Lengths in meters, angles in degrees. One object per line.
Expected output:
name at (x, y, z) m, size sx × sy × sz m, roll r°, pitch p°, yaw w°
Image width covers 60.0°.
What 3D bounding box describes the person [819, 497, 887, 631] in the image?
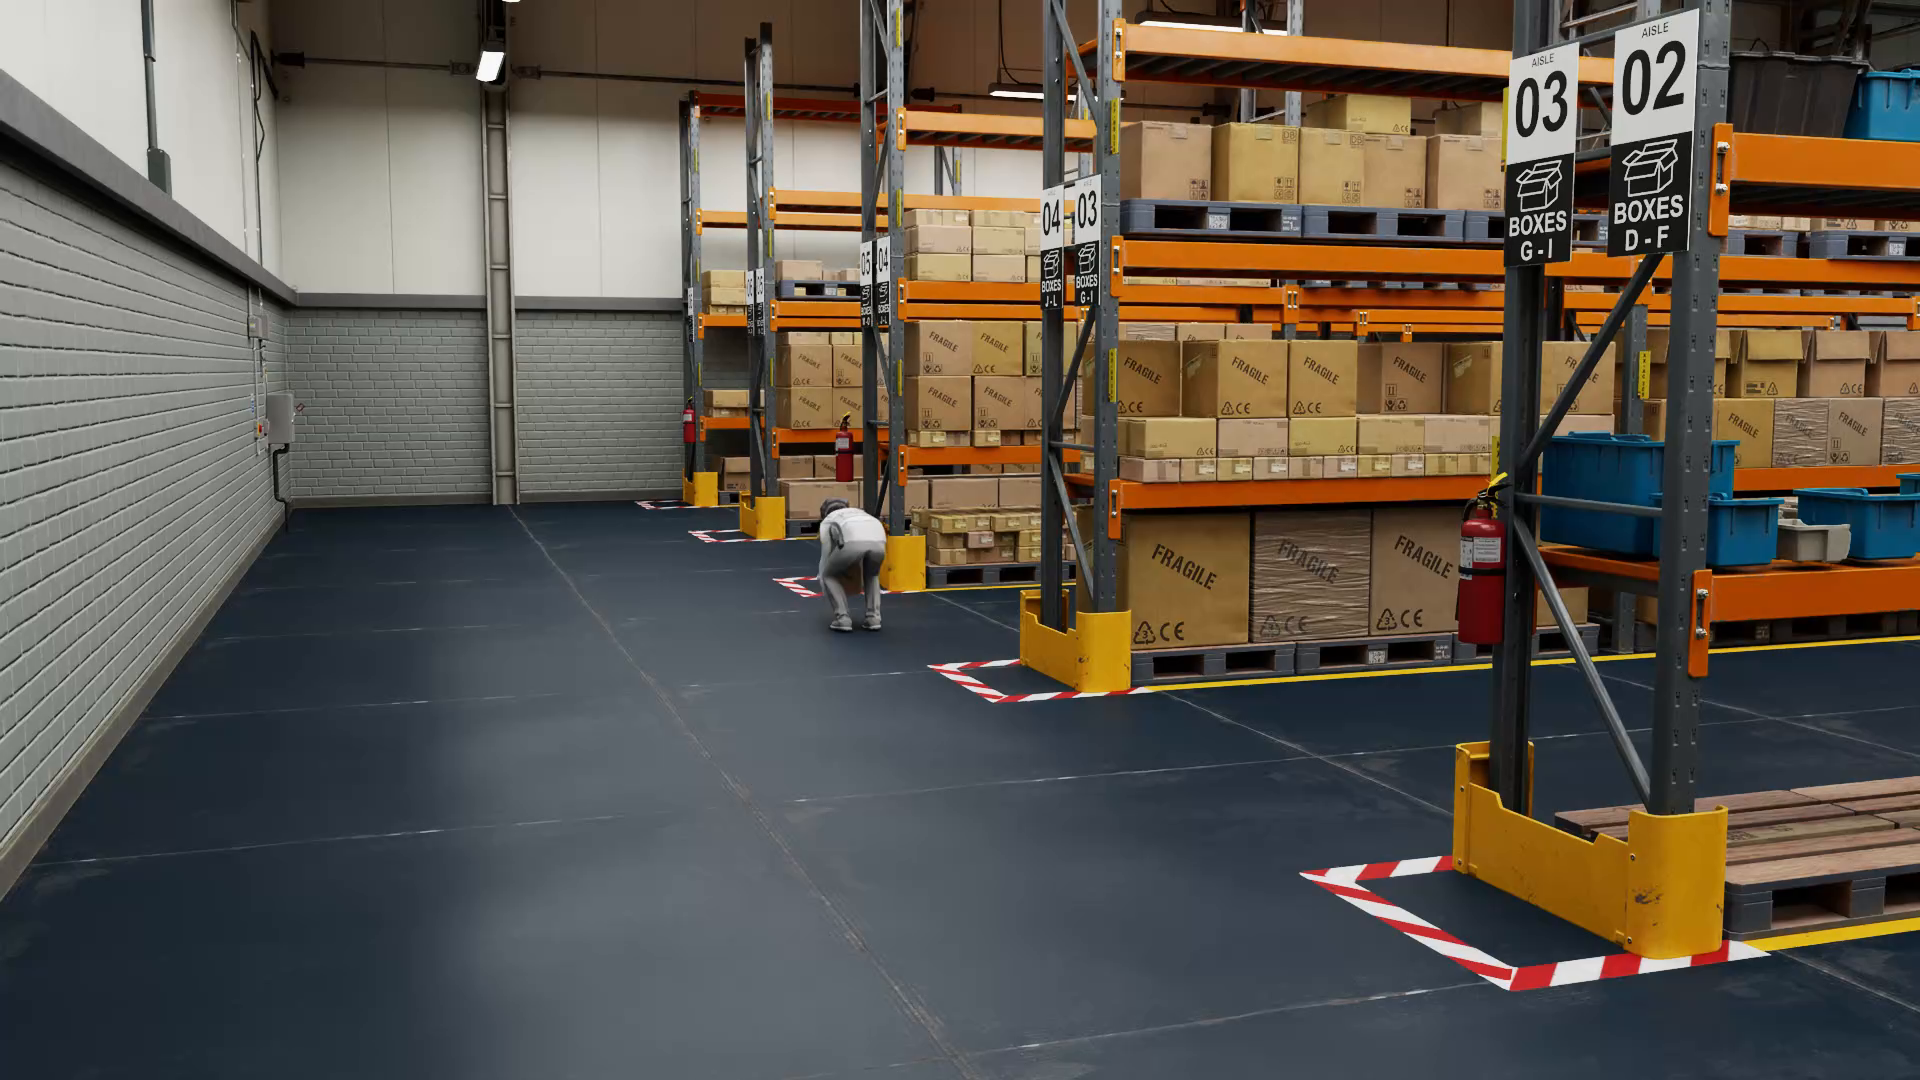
person at (-0.867, 0.185, 13.039) m, size 0.466 × 0.998 × 0.909 m, roll -2°, pitch 6°, yaw -21°
